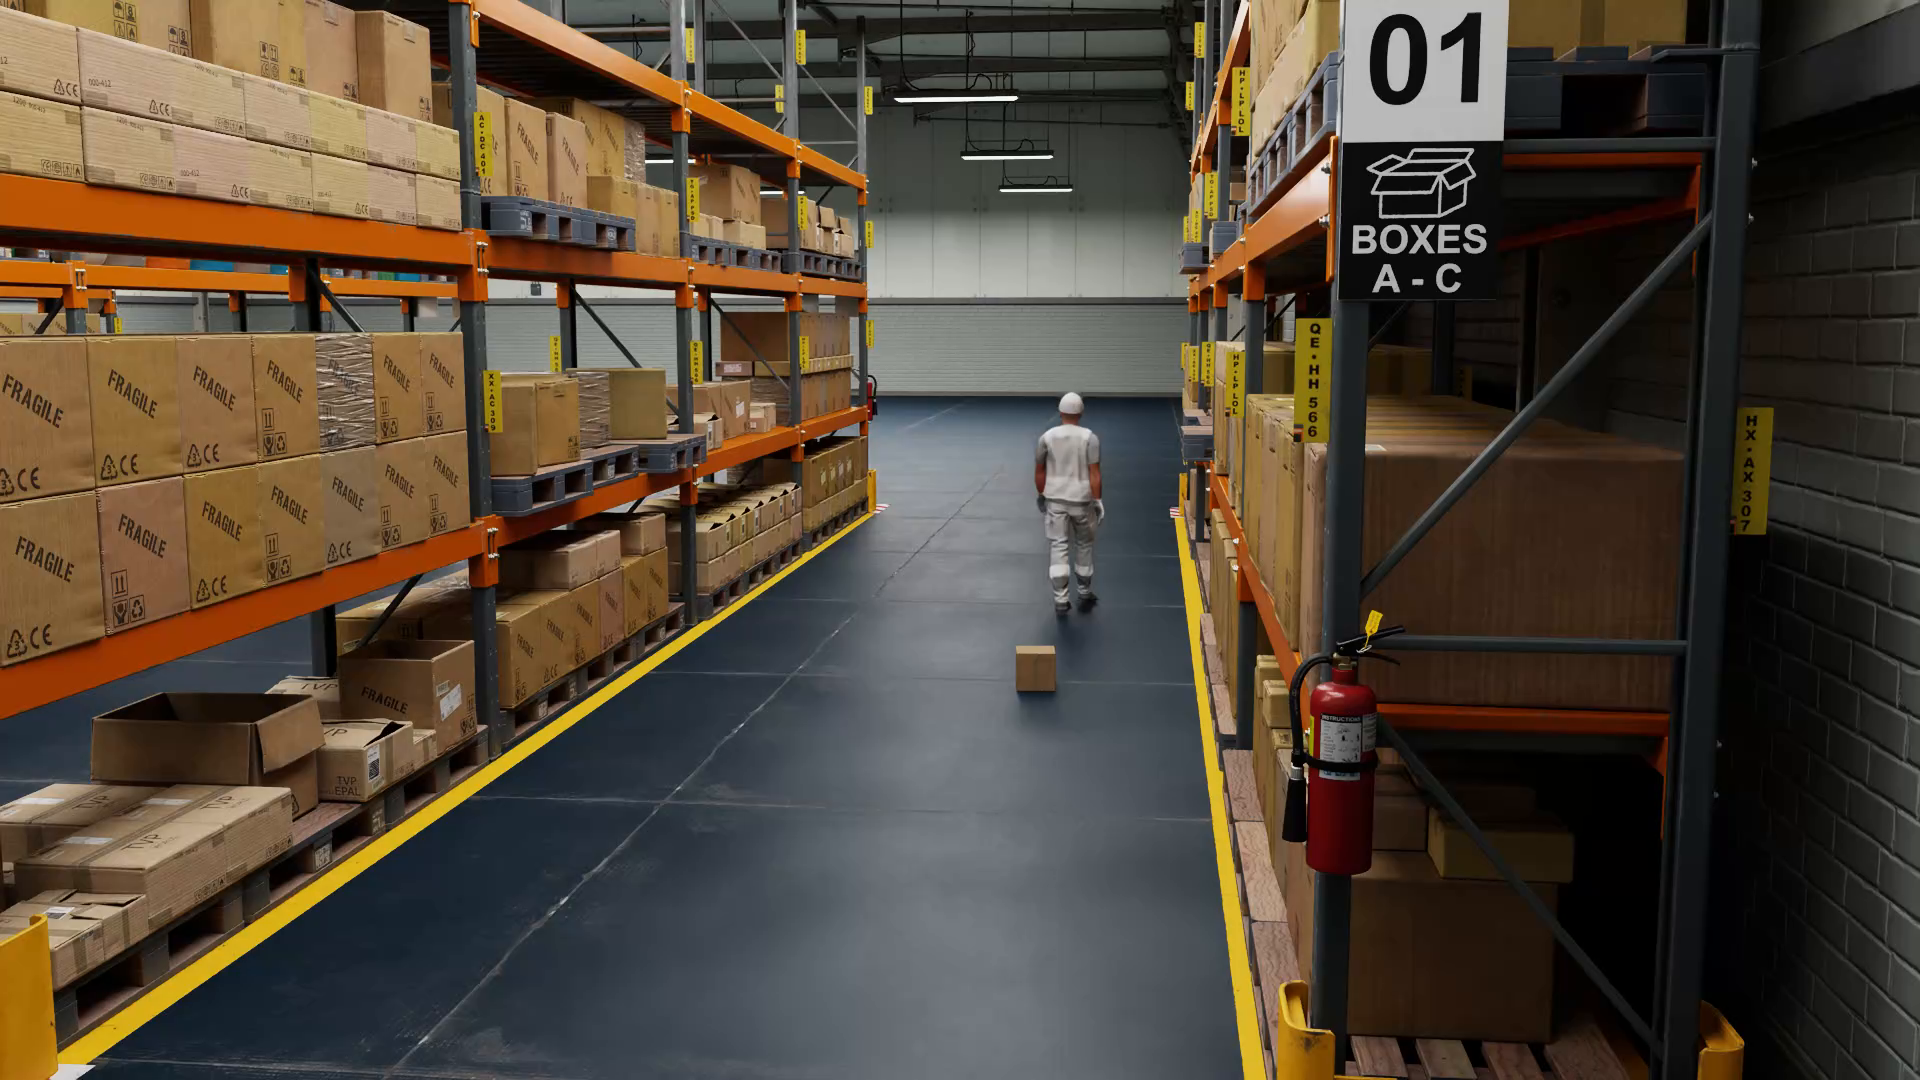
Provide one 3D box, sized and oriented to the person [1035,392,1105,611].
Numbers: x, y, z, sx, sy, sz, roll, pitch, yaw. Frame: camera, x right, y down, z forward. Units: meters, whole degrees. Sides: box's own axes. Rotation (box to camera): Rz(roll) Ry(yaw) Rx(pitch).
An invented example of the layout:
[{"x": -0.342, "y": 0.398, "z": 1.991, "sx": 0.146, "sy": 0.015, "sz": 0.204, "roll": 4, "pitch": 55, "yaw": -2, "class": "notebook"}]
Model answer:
[{"x": 0.907, "y": -0.330, "z": 13.608, "sx": 0.589, "sy": 1.765, "sz": 0.900, "roll": 1, "pitch": 8, "yaw": 9, "class": "person"}]
